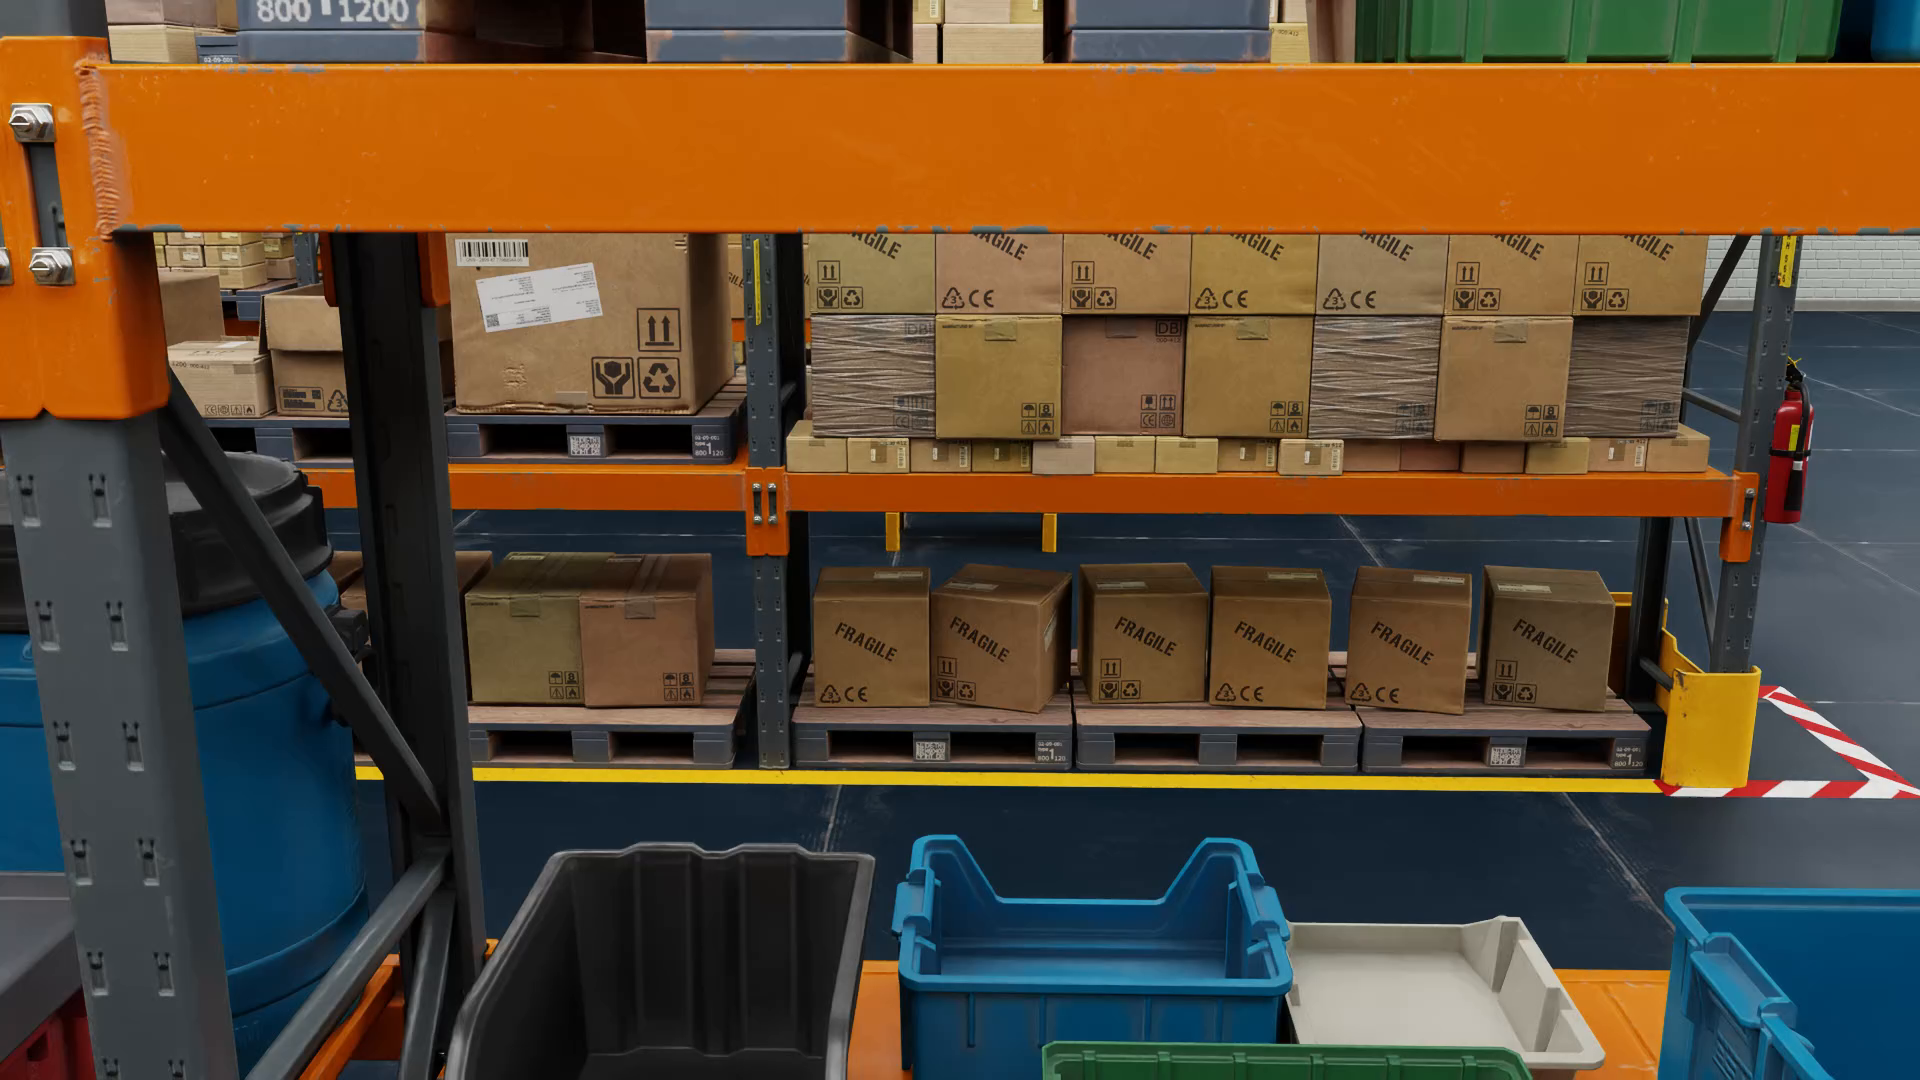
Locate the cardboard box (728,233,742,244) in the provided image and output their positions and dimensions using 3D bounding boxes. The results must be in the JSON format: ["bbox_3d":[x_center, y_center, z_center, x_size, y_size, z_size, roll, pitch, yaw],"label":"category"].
[{"bbox_3d":[-1.566,-2.393,11.873,0.500,0.500,0.700,0,15,0],"label":"cardboard box"}]

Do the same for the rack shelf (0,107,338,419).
[{"bbox_3d":[-2.909,-0.445,2.175,4.000,0.370,1.077,0,15,1],"label":"rack shelf"}]

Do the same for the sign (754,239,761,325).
[{"bbox_3d":[-0.794,-1.010,6.520,0.005,0.325,0.100,0,15,1],"label":"sign"}]

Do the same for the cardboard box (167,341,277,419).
[{"bbox_3d":[-3.112,-0.679,7.005,0.500,0.250,0.500,0,15,0],"label":"cardboard box"}]

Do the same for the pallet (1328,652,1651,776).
[{"bbox_3d":[2.328,0.767,7.517,1.213,0.211,1.003,0,15,1],"label":"pallet"}]

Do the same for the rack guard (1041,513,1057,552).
[{"bbox_3d":[0.574,-0.117,10.794,0.087,0.250,0.587,0,15,1],"label":"rack guard"}]

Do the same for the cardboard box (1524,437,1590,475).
[{"bbox_3d":[2.424,-0.384,6.908,0.250,0.149,0.380,0,15,1],"label":"cardboard box"}]

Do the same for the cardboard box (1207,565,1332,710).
[{"bbox_3d":[1.368,0.427,7.418,0.500,0.500,0.500,2,15,7],"label":"cardboard box"}]

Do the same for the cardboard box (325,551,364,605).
[{"bbox_3d":[-2.990,0.379,7.560,0.500,0.500,0.700,2,15,6],"label":"cardboard box"}]

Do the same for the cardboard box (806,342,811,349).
[{"bbox_3d":[-1.773,-2.058,17.090,0.625,0.372,0.950,1,15,5],"label":"cardboard box"}]

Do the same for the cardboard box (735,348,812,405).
[{"bbox_3d":[-1.178,-0.953,12.158,0.750,0.750,1.050,0,15,1],"label":"cardboard box"}]

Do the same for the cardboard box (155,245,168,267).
[{"bbox_3d":[-5.590,-1.997,11.616,0.250,0.149,0.380,1,15,3],"label":"cardboard box"}]

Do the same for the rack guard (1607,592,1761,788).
[{"bbox_3d":[3.139,0.642,7.426,0.348,0.500,1.175,0,15,1],"label":"rack guard"}]

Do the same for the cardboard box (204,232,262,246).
[{"bbox_3d":[-5.056,-2.138,11.566,0.250,0.149,0.380,0,15,-1],"label":"cardboard box"}]

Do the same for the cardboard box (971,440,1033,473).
[{"bbox_3d":[0.174,-0.394,6.945,0.250,0.149,0.380,0,15,1],"label":"cardboard box"}]

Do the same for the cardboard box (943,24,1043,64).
[{"bbox_3d":[0.189,-1.900,6.574,0.500,0.250,0.500,0,15,1],"label":"cardboard box"}]

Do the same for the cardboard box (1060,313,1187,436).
[{"bbox_3d":[0.666,-0.776,7.121,0.500,0.500,0.875,0,15,1],"label":"cardboard box"}]

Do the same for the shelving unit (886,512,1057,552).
[{"bbox_3d":[0.076,-0.725,10.647,1.083,1.500,0.587,0,15,1],"label":"shelving unit"}]

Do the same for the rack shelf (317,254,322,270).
[{"bbox_3d":[-6.528,-2.811,17.023,4.000,0.370,1.077,0,15,1],"label":"rack shelf"}]

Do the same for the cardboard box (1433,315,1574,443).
[{"bbox_3d":[2.163,-0.741,6.991,0.500,0.500,0.875,0,15,1],"label":"cardboard box"}]

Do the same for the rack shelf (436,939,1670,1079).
[{"bbox_3d":[1.090,1.032,2.459,4.000,0.370,1.077,0,15,1],"label":"rack shelf"}]

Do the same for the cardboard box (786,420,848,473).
[{"bbox_3d":[-0.576,-0.393,6.940,0.250,0.149,0.380,0,15,1],"label":"cardboard box"}]

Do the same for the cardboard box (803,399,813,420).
[{"bbox_3d":[-0.561,-0.544,7.515,0.250,0.149,0.380,0,15,1],"label":"cardboard box"}]

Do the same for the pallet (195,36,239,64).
[{"bbox_3d":[-2.435,-1.989,6.987,1.003,0.211,1.213,0,15,1],"label":"pallet"}]

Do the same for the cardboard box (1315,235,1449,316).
[{"bbox_3d":[1.660,-1.188,6.724,0.500,0.500,0.500,0,15,1],"label":"cardboard box"}]

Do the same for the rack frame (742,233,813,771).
[{"bbox_3d":[-0.783,-0.592,7.204,0.127,3.000,1.000,0,15,1],"label":"rack frame"}]

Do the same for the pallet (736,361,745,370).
[{"bbox_3d":[-2.531,-1.783,17.184,1.213,0.211,1.003,0,15,1],"label":"pallet"}]

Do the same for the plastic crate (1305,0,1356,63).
[{"bbox_3d":[0.705,-0.745,2.419,0.396,0.136,0.243,0,15,1],"label":"plastic crate"}]

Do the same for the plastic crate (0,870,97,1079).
[{"bbox_3d":[-1.402,0.715,2.125,0.583,0.464,0.402,0,15,1],"label":"plastic crate"}]

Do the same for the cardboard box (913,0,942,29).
[{"bbox_3d":[-0.198,-2.098,6.543,0.250,0.149,0.380,0,15,-1],"label":"cardboard box"}]

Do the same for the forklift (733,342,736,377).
[{"bbox_3d":[-2.491,-2.360,14.038,1.130,2.935,3.031,1,15,5],"label":"forklift"}]

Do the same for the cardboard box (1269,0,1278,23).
[{"bbox_3d":[1.097,-2.090,6.515,0.250,0.149,0.380,1,15,3],"label":"cardboard box"}]

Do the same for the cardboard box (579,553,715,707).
[{"bbox_3d":[-1.397,0.394,7.503,0.500,0.500,0.700,-1,15,-3],"label":"cardboard box"}]

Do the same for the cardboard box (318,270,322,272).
[{"bbox_3d":[-7.003,-2.360,17.246,0.875,0.875,0.875,1,15,3],"label":"cardboard box"}]

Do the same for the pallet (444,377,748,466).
[{"bbox_3d":[-1.544,-0.541,7.388,1.213,0.211,1.003,0,15,1],"label":"pallet"}]

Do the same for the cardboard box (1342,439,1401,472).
[{"bbox_3d":[1.675,-0.398,6.960,0.250,0.149,0.380,0,15,1],"label":"cardboard box"}]

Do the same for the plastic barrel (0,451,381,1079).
[{"bbox_3d":[-1.288,0.349,2.655,0.708,0.901,0.600,0,15,1],"label":"plastic barrel"}]

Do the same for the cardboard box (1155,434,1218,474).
[{"bbox_3d":[0.924,-0.386,6.916,0.250,0.149,0.380,0,15,1],"label":"cardboard box"}]

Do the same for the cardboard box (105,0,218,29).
[{"bbox_3d":[-3.309,-2.284,6.562,0.500,0.500,0.500,0,15,0],"label":"cardboard box"}]

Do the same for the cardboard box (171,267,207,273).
[{"bbox_3d":[-5.307,-1.852,11.649,0.250,0.149,0.380,0,15,1],"label":"cardboard box"}]

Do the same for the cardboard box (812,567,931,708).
[{"bbox_3d":[-0.384,0.426,7.421,0.500,0.500,0.500,0,15,0],"label":"cardboard box"}]

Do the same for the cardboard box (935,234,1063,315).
[{"bbox_3d":[0.160,-1.197,6.758,0.500,0.500,0.500,0,15,1],"label":"cardboard box"}]

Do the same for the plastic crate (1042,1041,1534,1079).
[{"bbox_3d":[0.440,0.854,2.138,0.662,0.188,0.450,0,15,1],"label":"plastic crate"}]

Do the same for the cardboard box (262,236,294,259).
[{"bbox_3d":[-5.032,-2.162,12.241,0.250,0.149,0.380,1,15,4],"label":"cardboard box"}]
